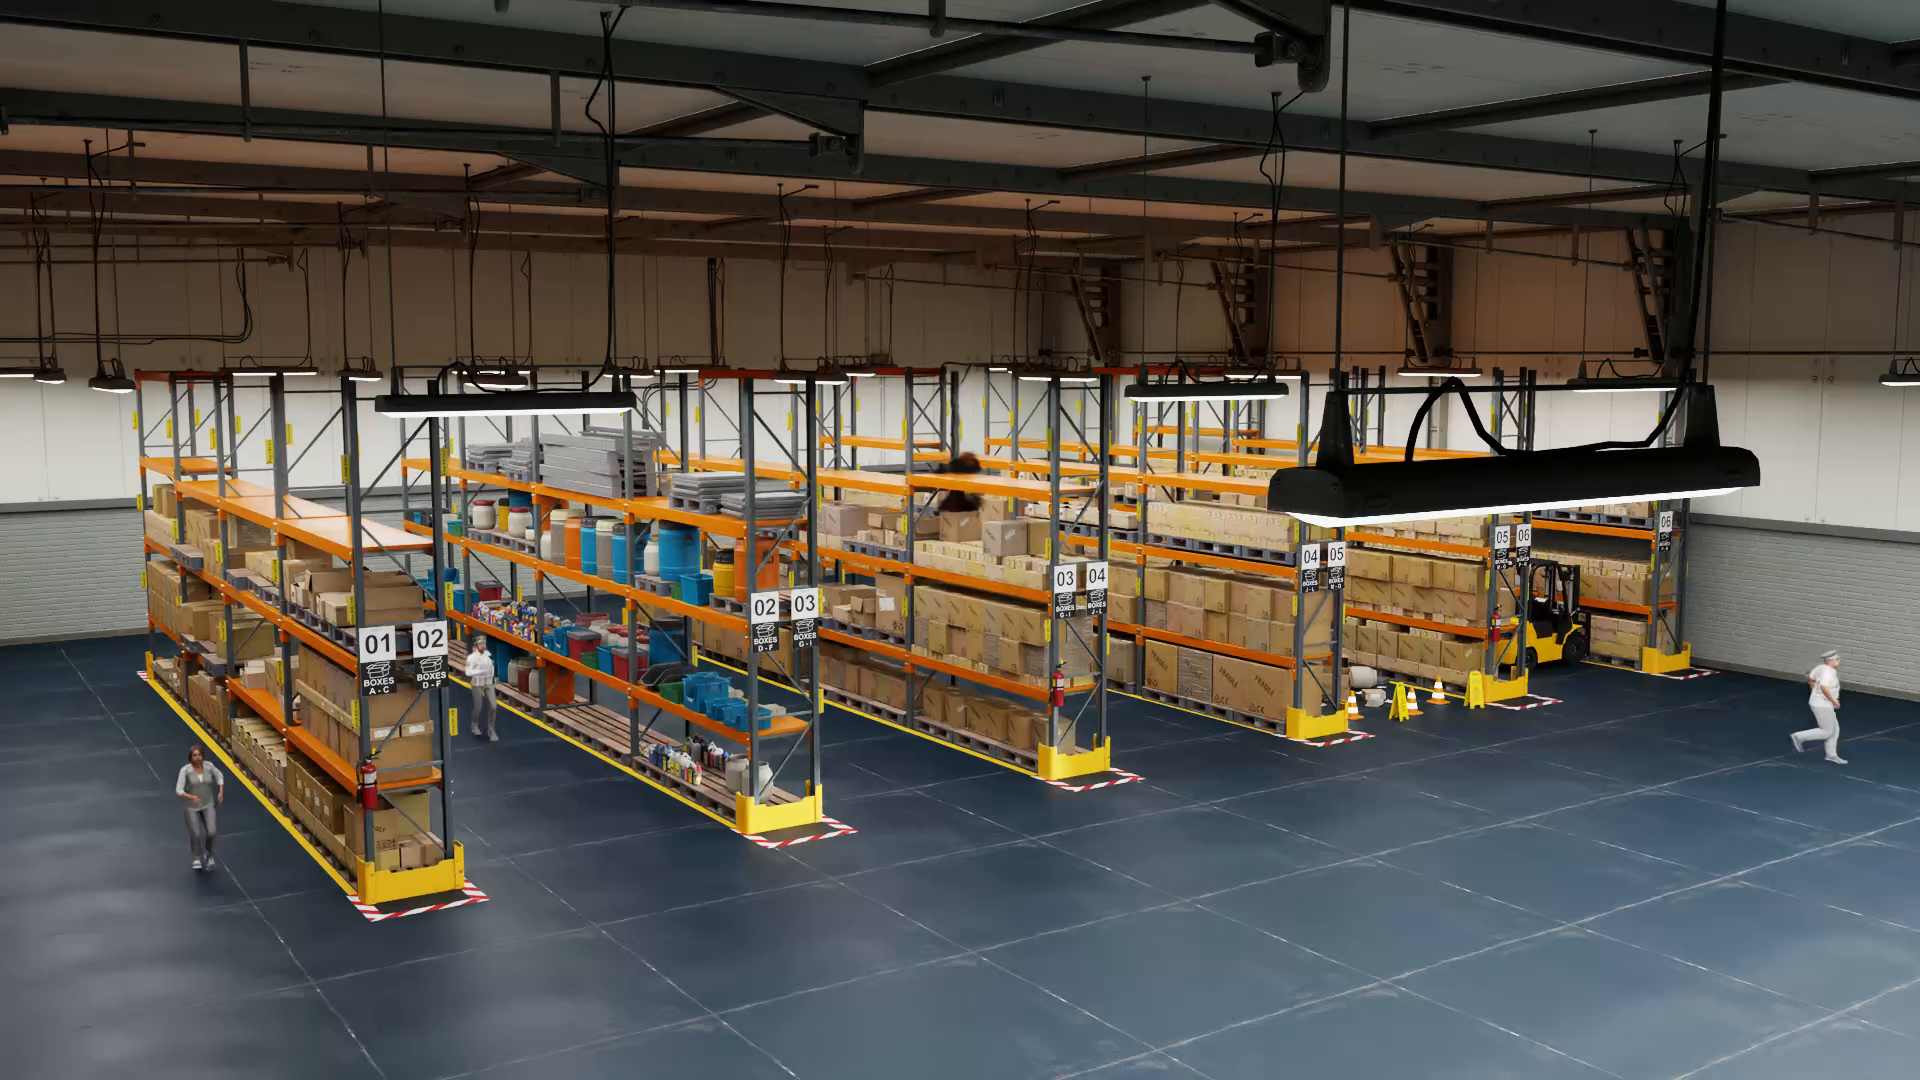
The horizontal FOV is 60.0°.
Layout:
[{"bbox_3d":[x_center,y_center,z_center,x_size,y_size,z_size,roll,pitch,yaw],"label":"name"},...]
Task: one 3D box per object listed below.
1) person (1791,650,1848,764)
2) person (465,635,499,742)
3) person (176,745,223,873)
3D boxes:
[{"bbox_3d":[13.351,2.572,25.791,0.826,1.765,0.688,2,7,15],"label":"person"},{"bbox_3d":[-7.818,2.413,27.227,0.595,1.740,0.720,-5,8,-38],"label":"person"},{"bbox_3d":[-9.202,3.282,20.184,0.567,1.589,0.650,-4,8,-34],"label":"person"}]
